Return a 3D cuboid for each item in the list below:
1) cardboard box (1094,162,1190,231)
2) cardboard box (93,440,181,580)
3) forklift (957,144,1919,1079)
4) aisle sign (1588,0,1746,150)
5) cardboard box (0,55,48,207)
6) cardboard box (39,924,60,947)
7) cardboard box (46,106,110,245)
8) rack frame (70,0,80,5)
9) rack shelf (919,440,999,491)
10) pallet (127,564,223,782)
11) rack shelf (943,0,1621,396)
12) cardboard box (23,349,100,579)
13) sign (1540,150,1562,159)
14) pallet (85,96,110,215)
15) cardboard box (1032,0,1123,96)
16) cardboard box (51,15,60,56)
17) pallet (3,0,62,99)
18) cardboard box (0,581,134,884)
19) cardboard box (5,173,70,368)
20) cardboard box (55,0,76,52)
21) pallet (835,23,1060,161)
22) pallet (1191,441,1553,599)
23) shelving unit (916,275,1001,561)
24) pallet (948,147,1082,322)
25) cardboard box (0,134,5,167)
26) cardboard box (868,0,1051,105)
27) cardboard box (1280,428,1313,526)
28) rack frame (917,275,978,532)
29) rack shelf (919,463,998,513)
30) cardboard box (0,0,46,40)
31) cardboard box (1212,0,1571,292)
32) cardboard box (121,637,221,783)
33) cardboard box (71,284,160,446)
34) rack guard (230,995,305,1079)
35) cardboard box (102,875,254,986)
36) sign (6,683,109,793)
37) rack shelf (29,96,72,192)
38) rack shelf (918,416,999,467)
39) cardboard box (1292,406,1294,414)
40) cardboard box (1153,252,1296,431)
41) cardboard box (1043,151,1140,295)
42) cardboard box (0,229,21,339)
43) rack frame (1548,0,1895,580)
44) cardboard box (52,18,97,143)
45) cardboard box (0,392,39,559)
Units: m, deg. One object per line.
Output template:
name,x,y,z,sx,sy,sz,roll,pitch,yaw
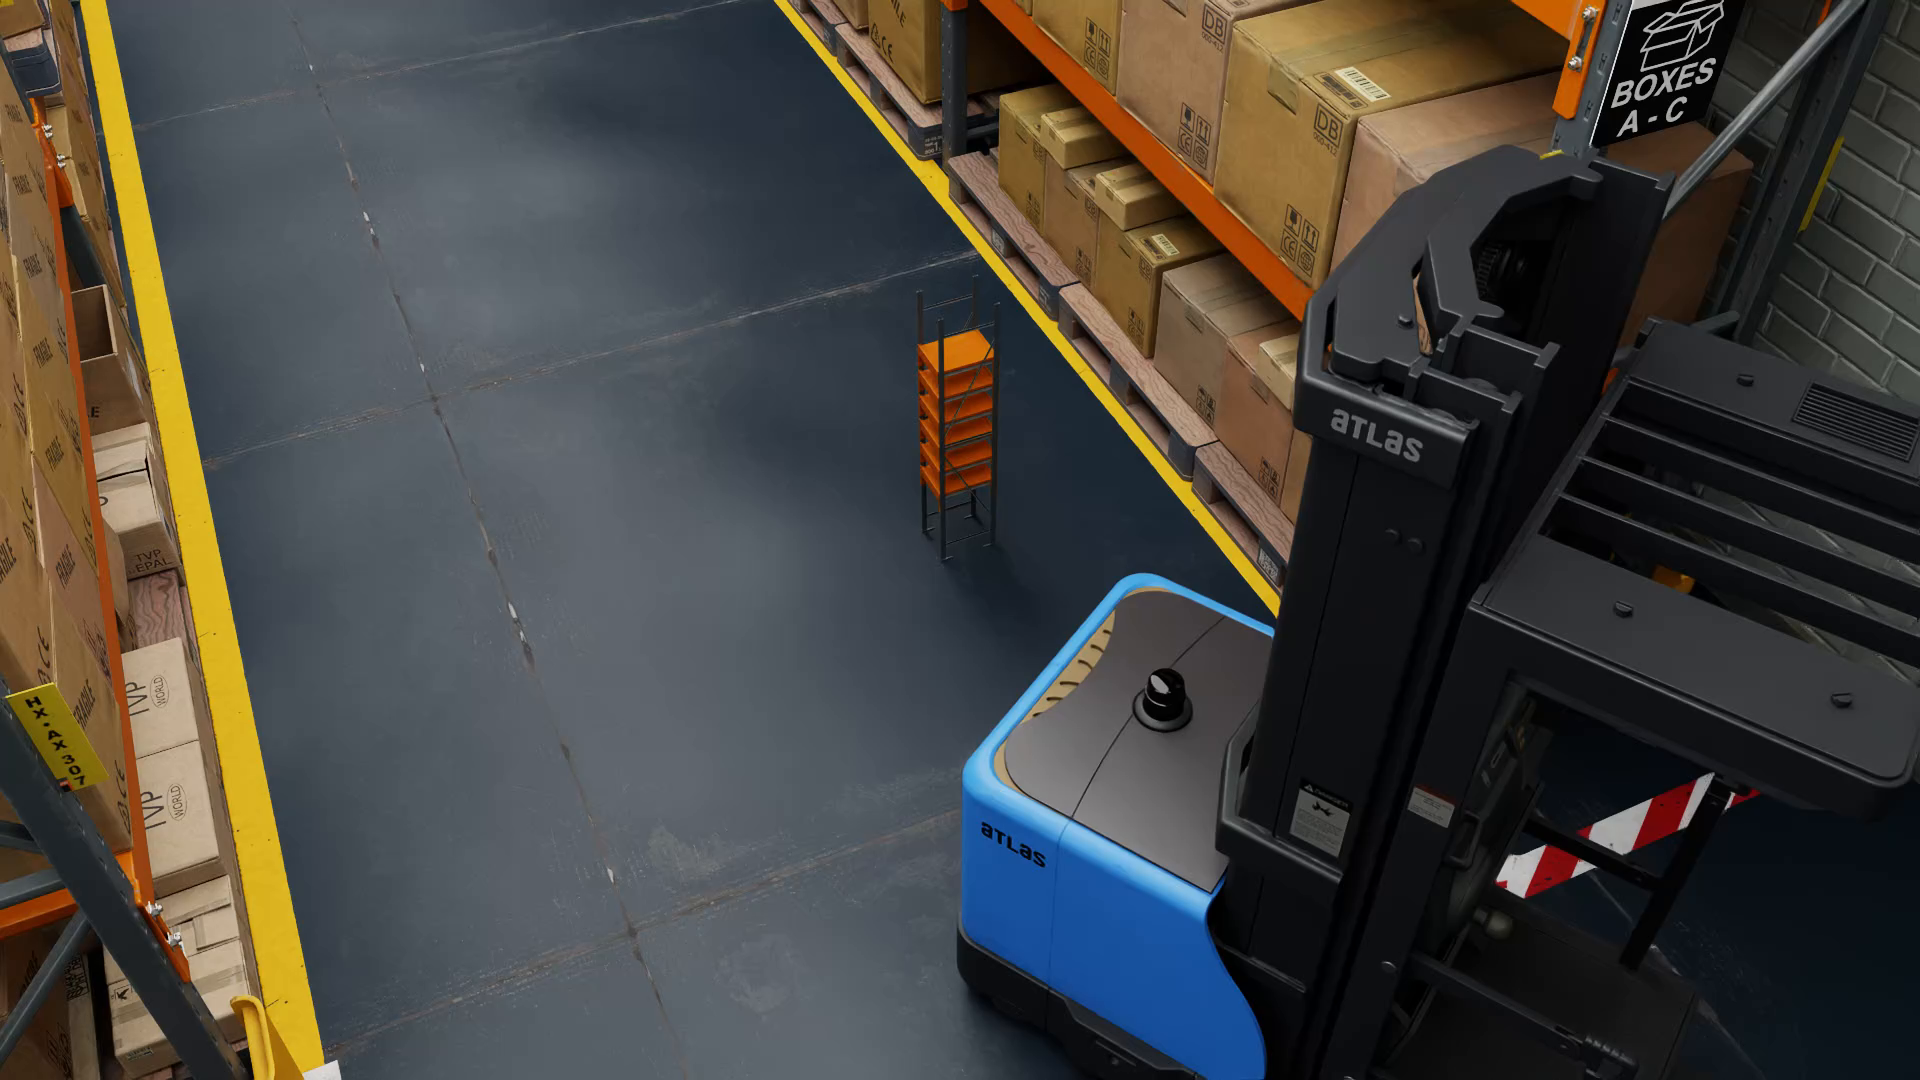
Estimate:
cardboard box,0.805,-1.497,7.150,0.380,0.149,0.250,-19,48,-19
cardboard box,-3.295,-0.095,6.311,0.500,0.311,0.500,-18,47,-17
forklift,1.497,0.659,3.995,3.031,2.935,1.130,25,50,23
aisle sign,1.825,-1.360,4.141,0.394,0.787,0.004,-18,47,-17
cardboard box,-3.665,-1.445,6.008,0.500,0.500,0.500,-17,47,-17
cardboard box,-2.967,1.190,5.112,0.380,0.166,0.250,-18,47,-17
cardboard box,-4.324,-1.636,7.739,0.500,0.500,0.500,-17,47,-17
rack frame,-5.790,-4.201,8.872,1.000,3.000,0.127,-18,47,-17
rack shelf,-0.006,-0.319,6.453,0.258,0.103,0.180,-18,47,-17
pallet,-3.303,0.557,6.036,1.003,0.211,1.213,-18,47,-17
rack shelf,1.226,-1.587,6.735,1.077,0.370,4.000,-18,47,-17
cardboard box,-2.803,-0.148,4.693,0.500,0.500,0.500,-18,47,-18
sign,1.569,-0.914,4.547,0.100,0.325,0.005,-18,47,-17
pallet,-5.001,-1.945,8.571,1.003,0.211,1.213,-18,47,-17
cardboard box,0.901,-2.407,6.840,0.980,0.700,0.700,-19,48,-18
cardboard box,-4.722,-2.523,8.104,0.500,0.250,0.500,-19,48,-18
pallet,-4.345,-2.126,6.905,1.003,0.211,1.213,-18,47,-17
cardboard box,-2.373,0.500,4.036,0.500,0.500,0.500,-17,47,-17
cardboard box,-3.229,-0.790,5.344,0.500,0.500,0.500,-17,47,-17
cardboard box,-5.183,-2.942,9.062,0.500,0.500,0.500,-16,47,-16
pallet,-0.008,-2.595,9.229,1.003,0.211,1.213,-18,47,-17
pallet,1.660,-0.062,6.663,1.003,0.211,1.213,-18,47,-17
shelving unit,-0.006,-0.436,6.338,0.258,1.200,0.189,-18,47,-17
pallet,0.634,-1.617,8.239,1.003,0.211,1.213,-18,47,-17
cardboard box,-3.442,-1.472,5.324,0.500,0.500,0.500,-19,48,-18
cardboard box,-0.006,-2.878,8.762,0.750,0.750,0.750,-18,47,-17
cardboard box,1.682,-0.245,6.343,0.700,0.500,0.500,-18,47,-17
rack frame,-0.045,-0.495,6.397,0.240,1.200,0.006,-18,47,-17
rack shelf,-0.006,-0.234,6.538,0.258,0.103,0.180,-18,47,-17
cardboard box,-4.104,-2.205,6.479,0.700,0.500,0.500,-34,54,-30
cardboard box,1.528,-1.458,5.878,0.980,0.700,0.700,-18,48,-18
cardboard box,-2.817,0.651,5.599,0.500,0.250,0.500,-18,47,-17
cardboard box,-3.611,-0.640,6.729,0.500,0.500,0.500,-18,47,-17
rack guard,-2.458,1.738,4.633,1.175,0.500,0.348,-18,47,-17
cardboard box,-2.395,1.221,5.081,0.380,0.166,0.250,-18,47,-17
sign,-1.933,0.428,3.564,0.100,0.325,0.005,-18,47,-17
rack shelf,-4.949,-2.671,7.833,1.077,0.370,4.000,-18,47,-17
rack shelf,-0.006,-0.405,6.369,0.258,0.103,0.180,-18,47,-17
cardboard box,1.463,-0.504,6.144,0.380,0.149,0.250,-19,48,-18
cardboard box,1.260,-0.884,6.991,0.700,0.500,0.500,-19,48,-19
cardboard box,0.815,-1.549,7.665,0.700,0.500,0.500,-18,48,-18
cardboard box,-3.020,-0.830,4.673,0.500,0.500,0.500,-18,48,-18
rack frame,2.067,-0.569,5.191,1.000,3.000,0.127,-18,47,-17
cardboard box,-4.740,-2.279,8.391,0.500,0.500,0.500,-20,48,-19
cardboard box,-2.600,-0.186,4.020,0.500,0.500,0.500,-18,47,-17
